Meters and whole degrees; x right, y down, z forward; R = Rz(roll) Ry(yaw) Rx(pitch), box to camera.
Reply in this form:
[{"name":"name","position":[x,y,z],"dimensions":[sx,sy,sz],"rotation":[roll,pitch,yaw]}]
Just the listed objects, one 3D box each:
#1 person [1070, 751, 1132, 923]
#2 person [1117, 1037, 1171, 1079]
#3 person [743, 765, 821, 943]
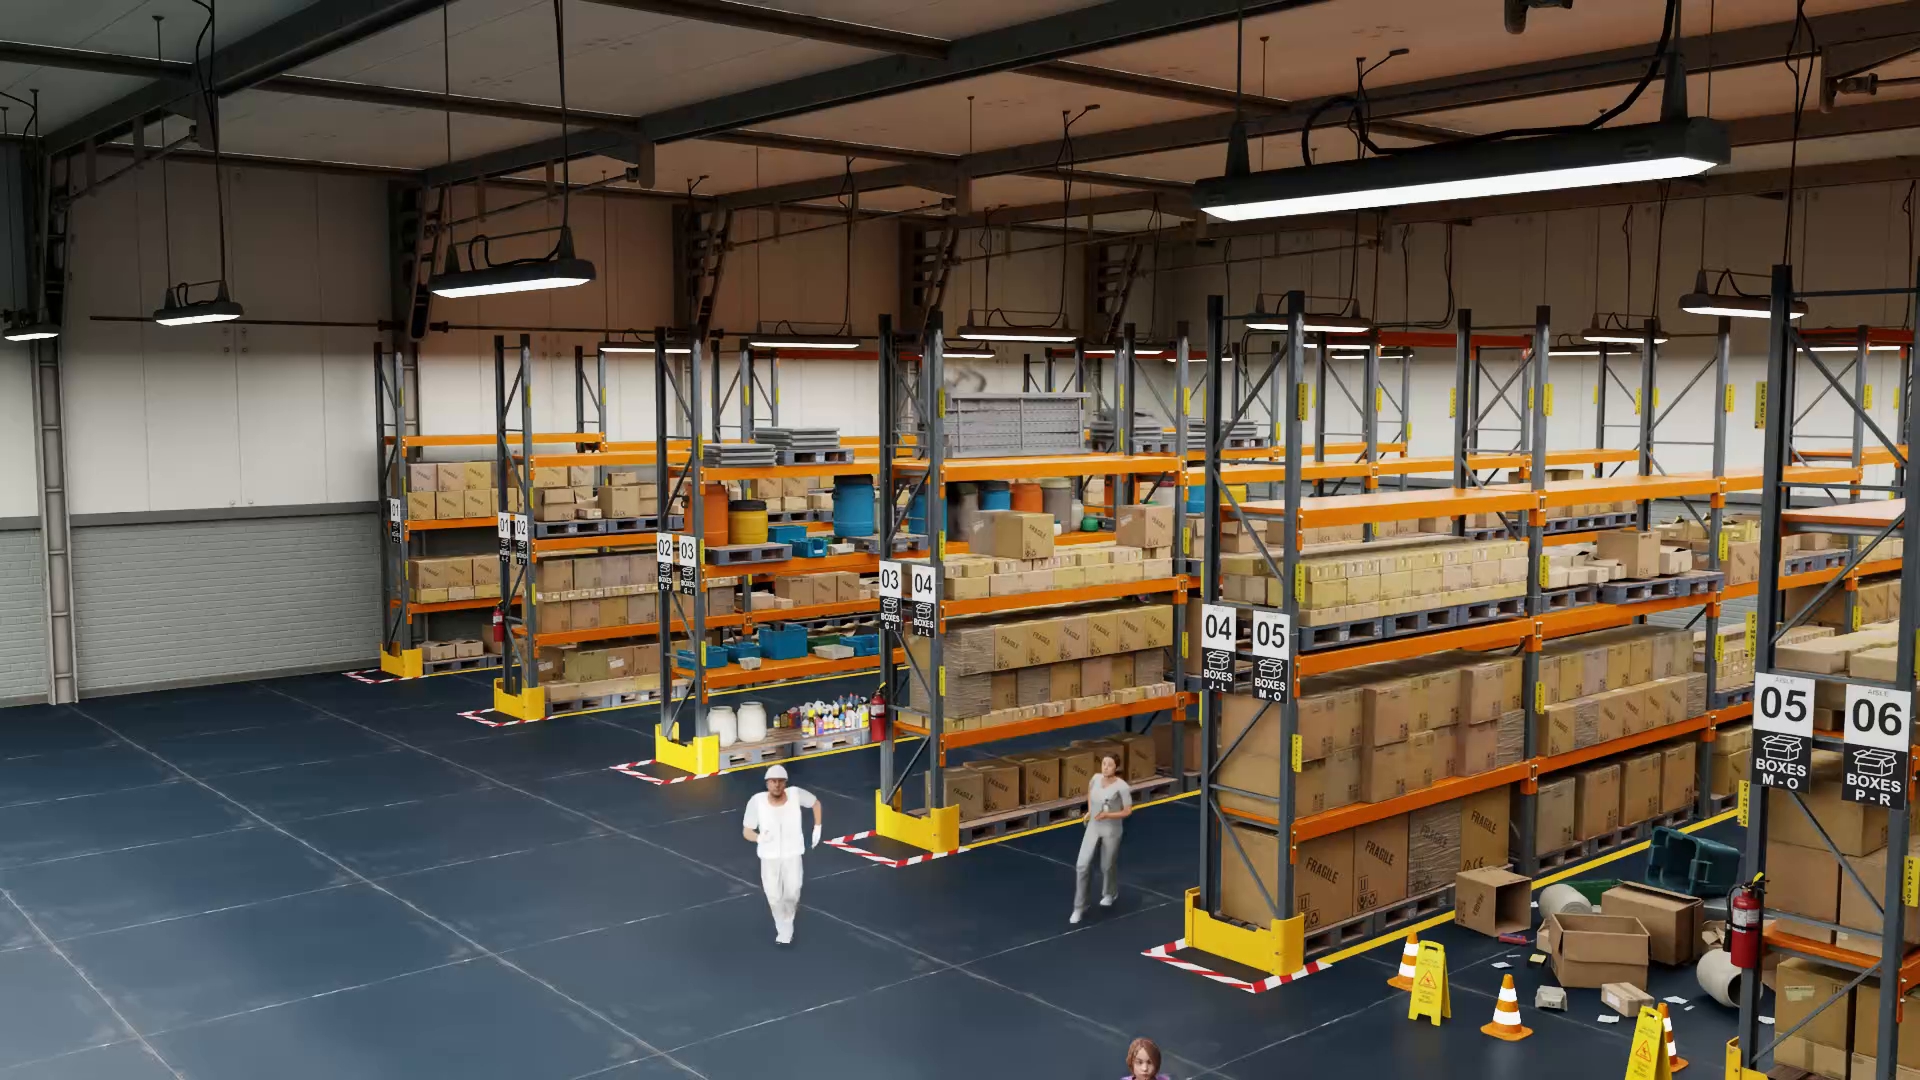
[{"name":"person","position":[1.452,2.883,16.245],"dimensions":[0.556,1.707,0.762],"rotation":[3,6,29]},{"name":"person","position":[1.016,3.523,9.200],"dimensions":[0.544,1.586,0.879],"rotation":[0,5,3]},{"name":"person","position":[-1.620,2.899,15.222],"dimensions":[0.727,1.724,0.747],"rotation":[-1,5,-7]}]
